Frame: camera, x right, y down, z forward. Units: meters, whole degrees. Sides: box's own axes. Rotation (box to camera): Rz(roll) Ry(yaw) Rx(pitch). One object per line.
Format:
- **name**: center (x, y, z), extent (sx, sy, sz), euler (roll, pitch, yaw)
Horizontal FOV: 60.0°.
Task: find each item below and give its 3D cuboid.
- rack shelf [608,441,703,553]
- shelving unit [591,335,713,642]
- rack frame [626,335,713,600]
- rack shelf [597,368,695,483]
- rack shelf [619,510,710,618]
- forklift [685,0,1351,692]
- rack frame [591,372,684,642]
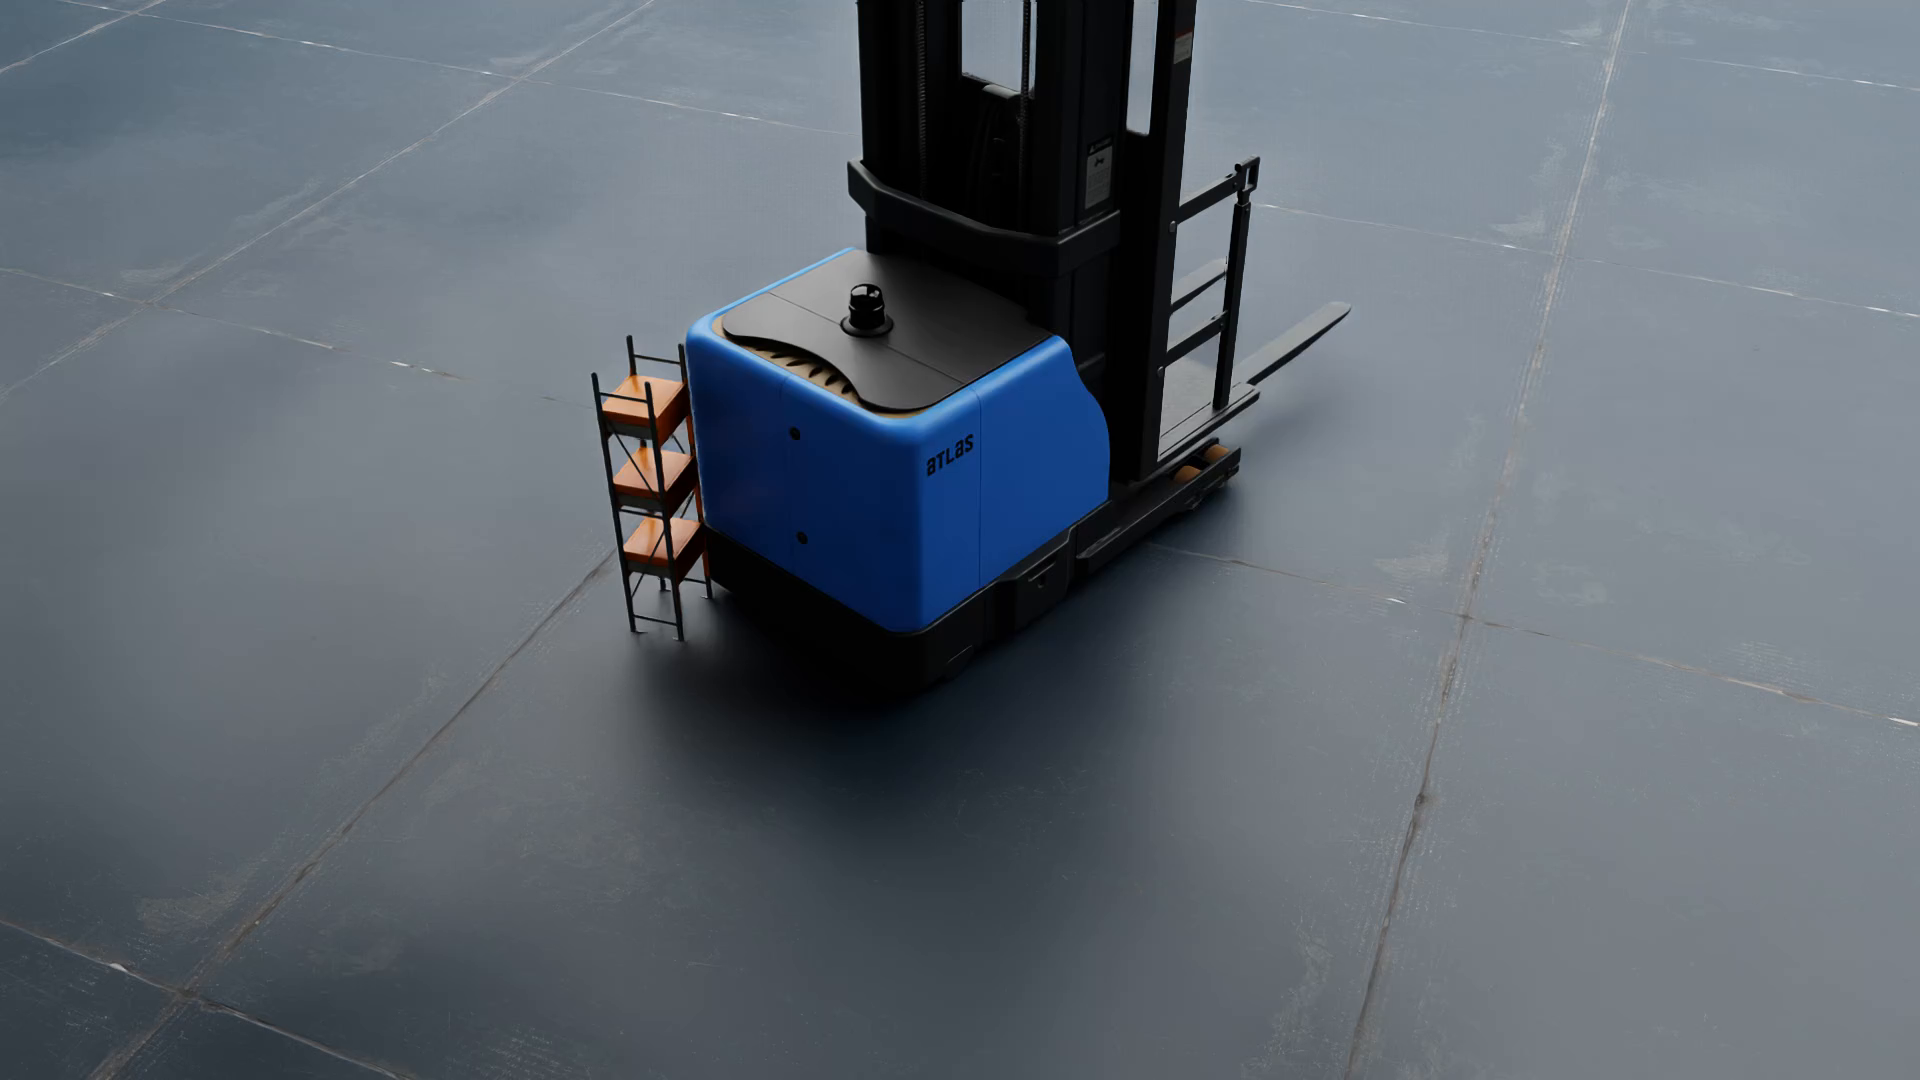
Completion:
- **rack shelf**: center (-1.019, -0.146, 5.586), extent (0.215, 0.259, 0.240), euler (10, 38, 14)
- **shelving unit**: center (-1.019, -0.154, 5.579), extent (0.215, 1.050, 0.252), euler (10, 38, 14)
- **rack frame**: center (-0.983, -0.224, 5.673), extent (0.200, 1.050, 0.008), euler (10, 38, 14)
- **rack shelf**: center (-1.020, -0.373, 5.416), extent (0.215, 0.259, 0.240), euler (10, 38, 14)
- **rack shelf**: center (-1.019, 0.077, 5.752), extent (0.215, 0.259, 0.240), euler (10, 38, 14)
- **forklift**: center (0.448, -1.475, 5.775), extent (1.130, 2.935, 3.031), euler (28, 45, 32)
- **rack frame**: center (-1.055, -0.085, 5.486), extent (0.200, 1.050, 0.008), euler (10, 38, 14)
